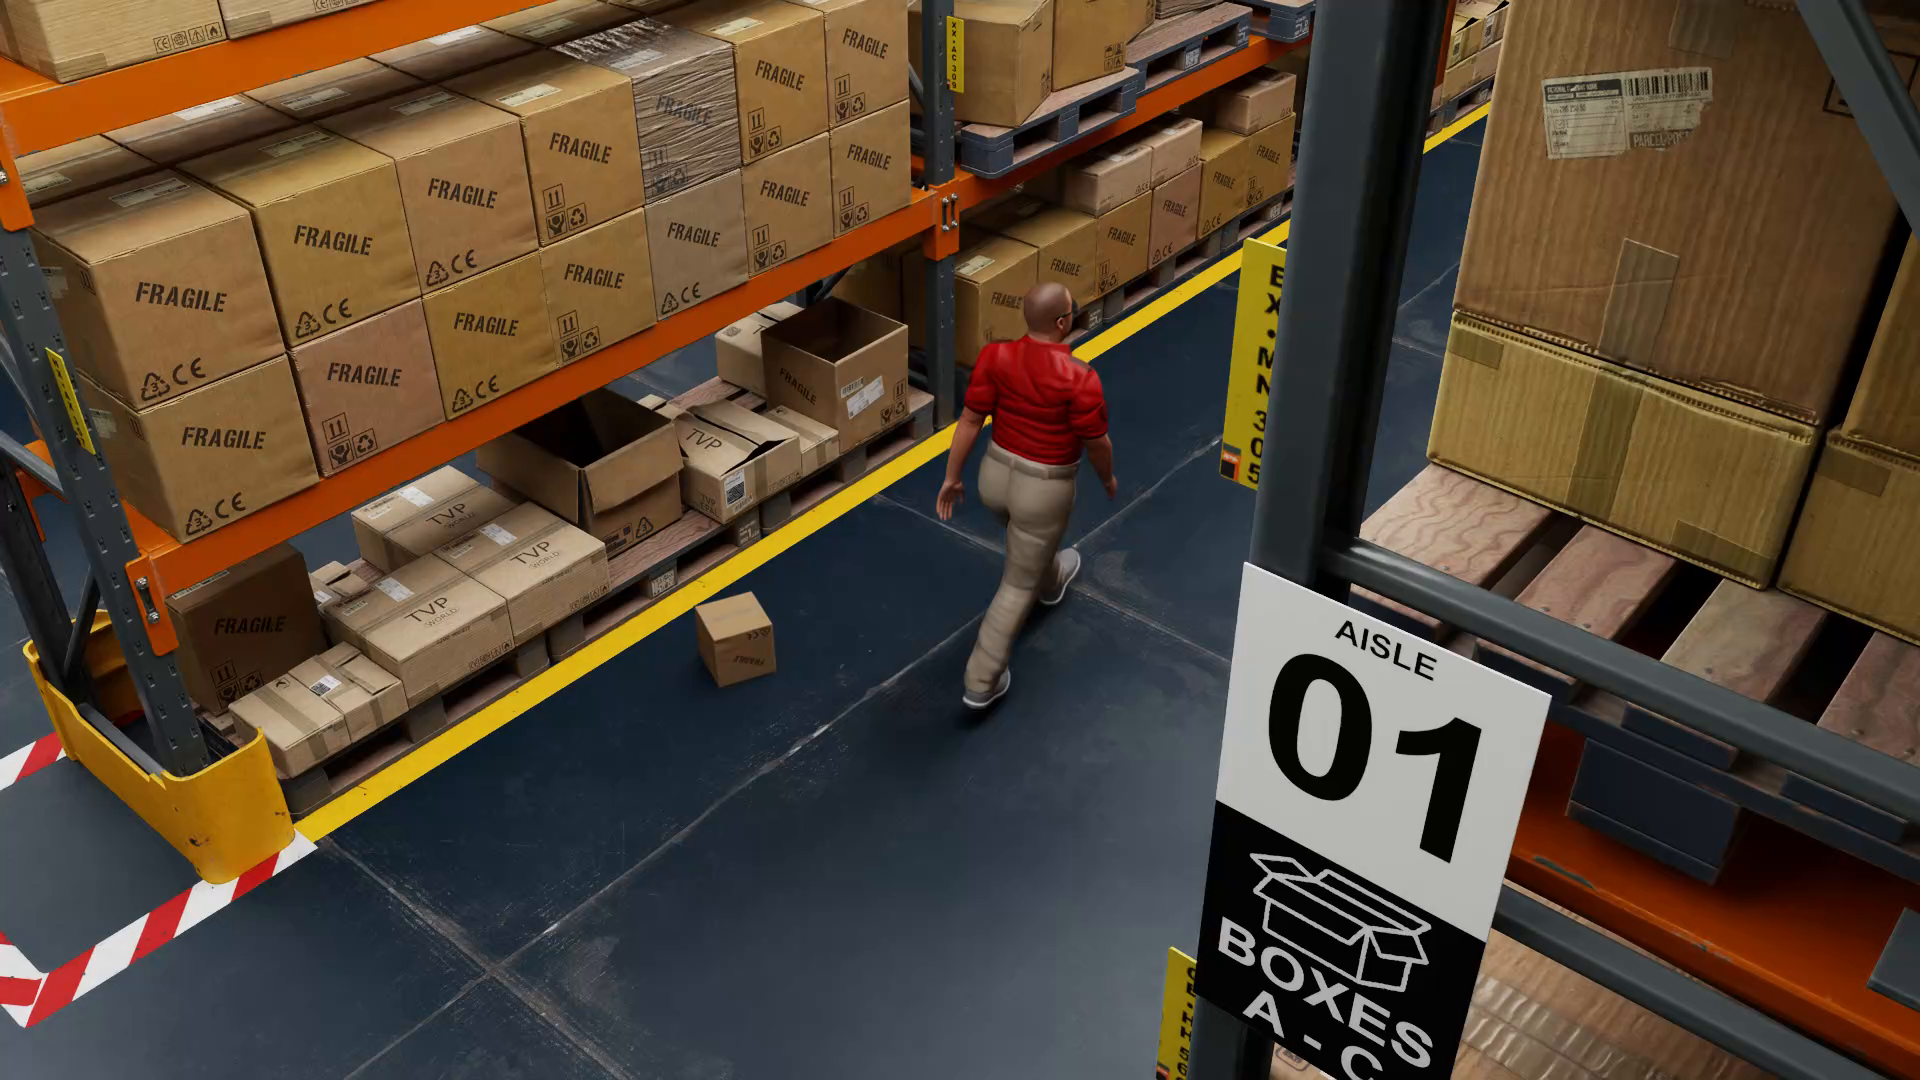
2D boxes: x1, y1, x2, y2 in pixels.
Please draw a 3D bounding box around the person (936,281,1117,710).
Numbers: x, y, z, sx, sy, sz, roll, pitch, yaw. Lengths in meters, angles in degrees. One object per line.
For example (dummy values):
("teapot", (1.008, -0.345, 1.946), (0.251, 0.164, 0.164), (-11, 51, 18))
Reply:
("person", (0.303, -0.243, 6.515), (0.576, 1.651, 1.113), (24, 42, 31))
